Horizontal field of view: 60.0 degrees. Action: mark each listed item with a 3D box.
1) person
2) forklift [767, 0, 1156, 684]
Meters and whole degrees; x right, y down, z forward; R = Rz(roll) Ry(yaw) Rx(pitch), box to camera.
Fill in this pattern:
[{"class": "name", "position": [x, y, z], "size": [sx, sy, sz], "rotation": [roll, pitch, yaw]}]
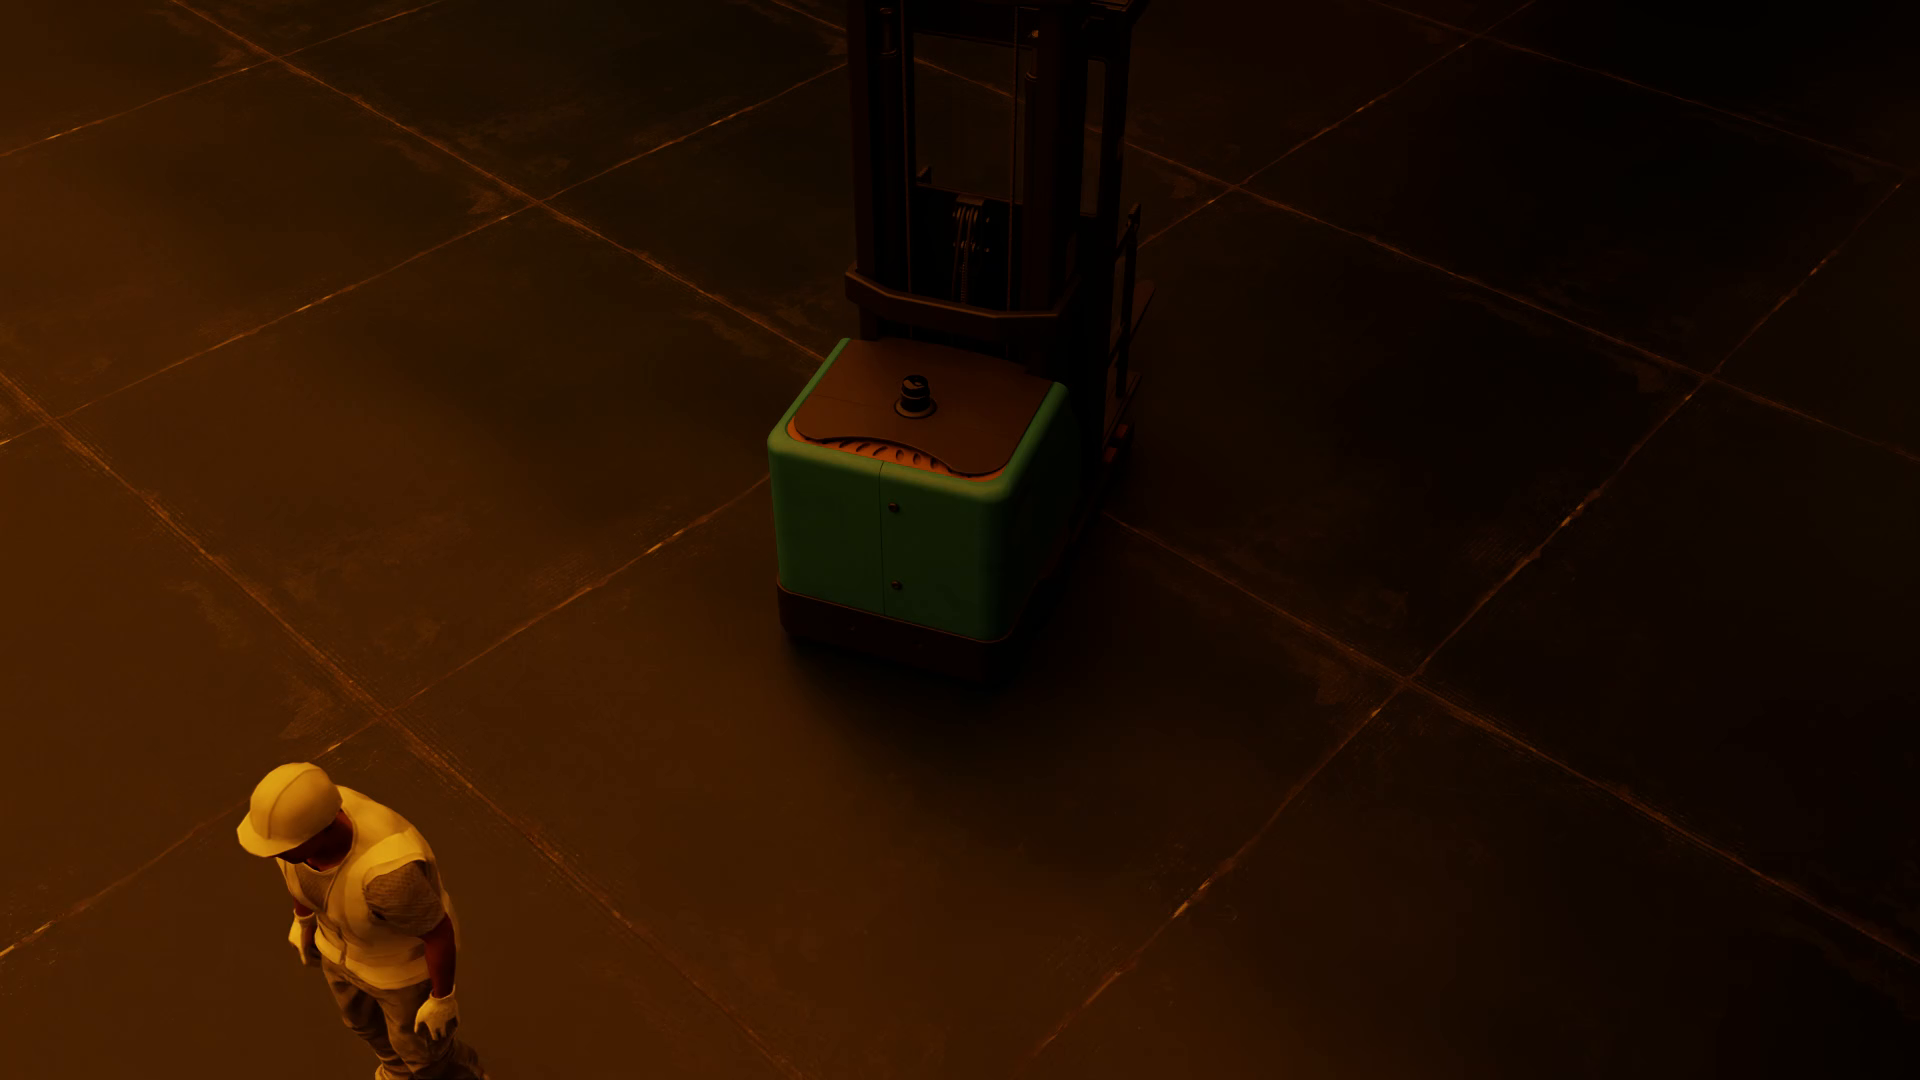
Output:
[{"class": "person", "position": [-1.717, 1.232, 4.884], "size": [0.625, 1.774, 0.454], "rotation": [22, 45, 23]}, {"class": "forklift", "position": [0.211, -1.484, 7.158], "size": [1.130, 2.935, 3.031], "rotation": [14, 42, 15]}]
